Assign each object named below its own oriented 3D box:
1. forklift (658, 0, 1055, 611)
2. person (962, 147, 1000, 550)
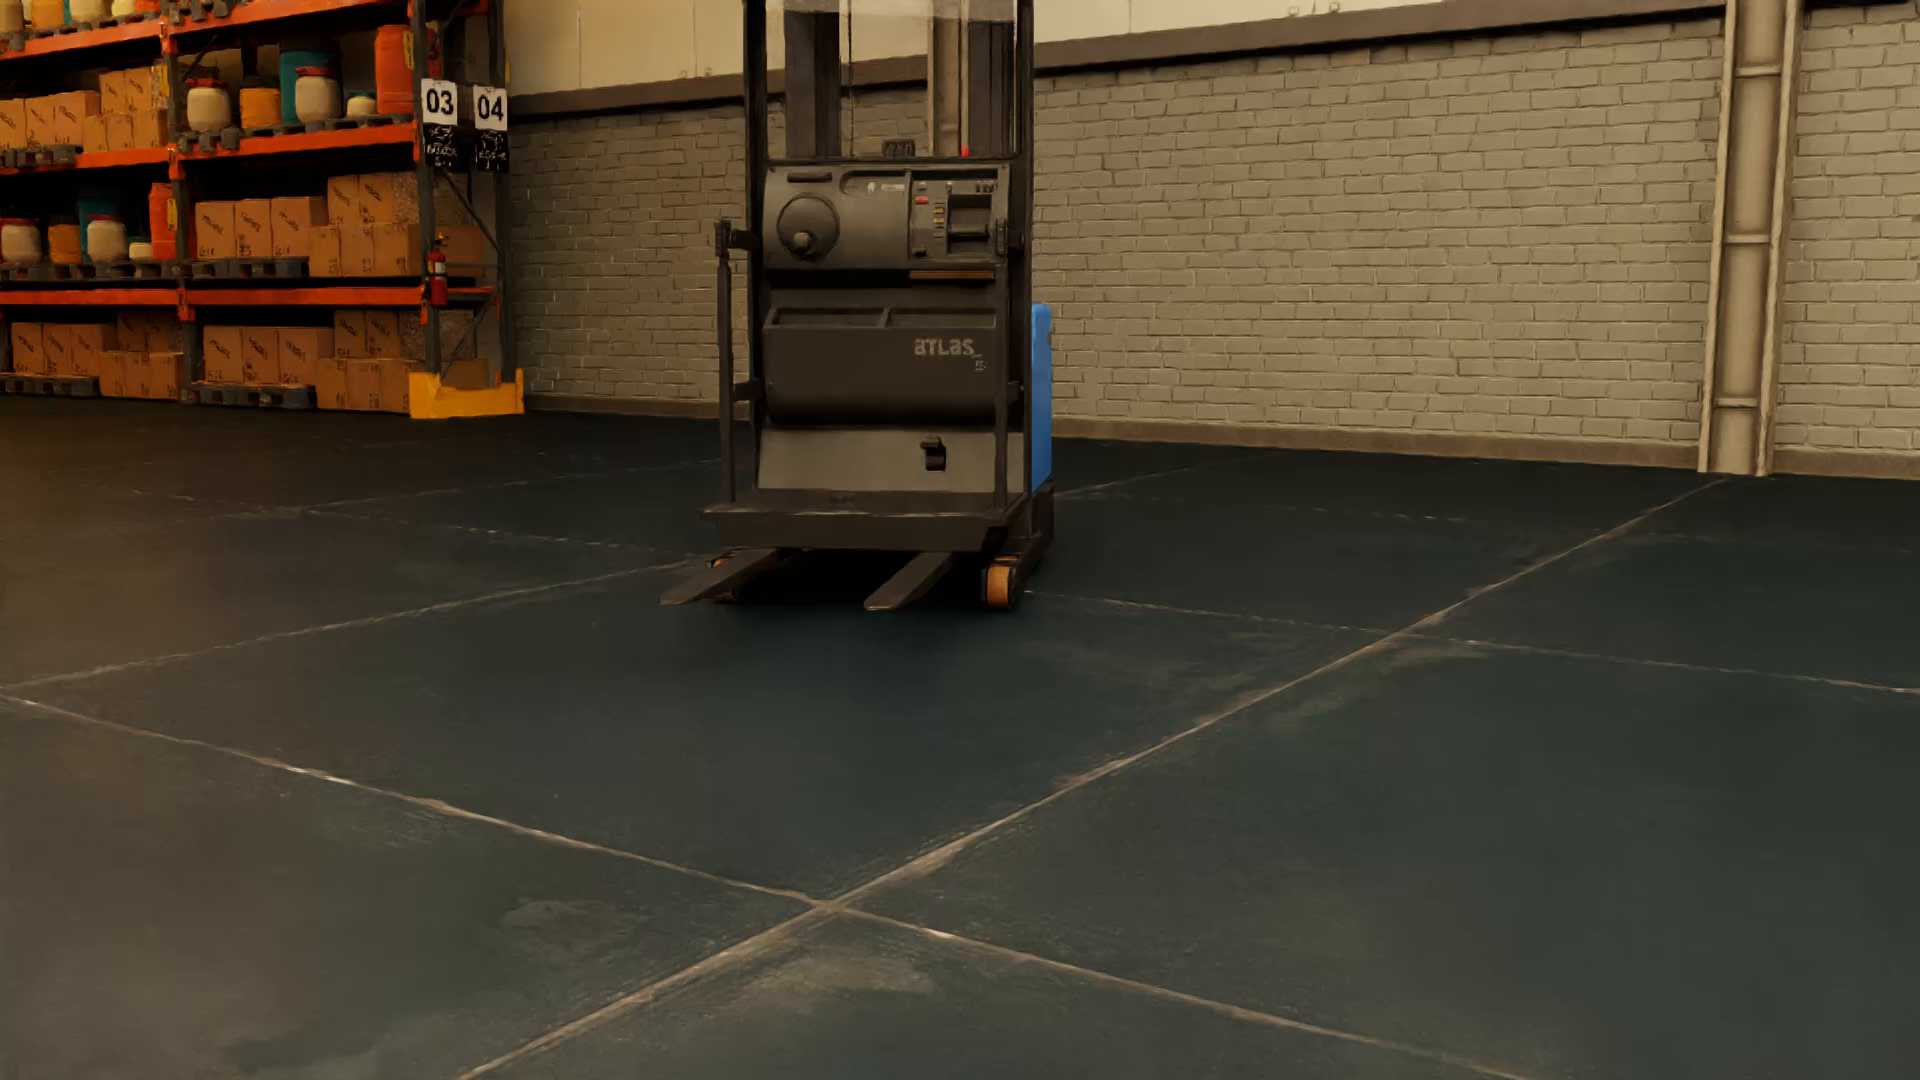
[{"bbox_3d":[-0.307,-1.256,6.022,1.130,2.935,3.031,1,8,9],"label":"forklift"},{"bbox_3d":[0.170,-0.856,7.361,0.564,1.783,0.713,5,9,30],"label":"person"}]
